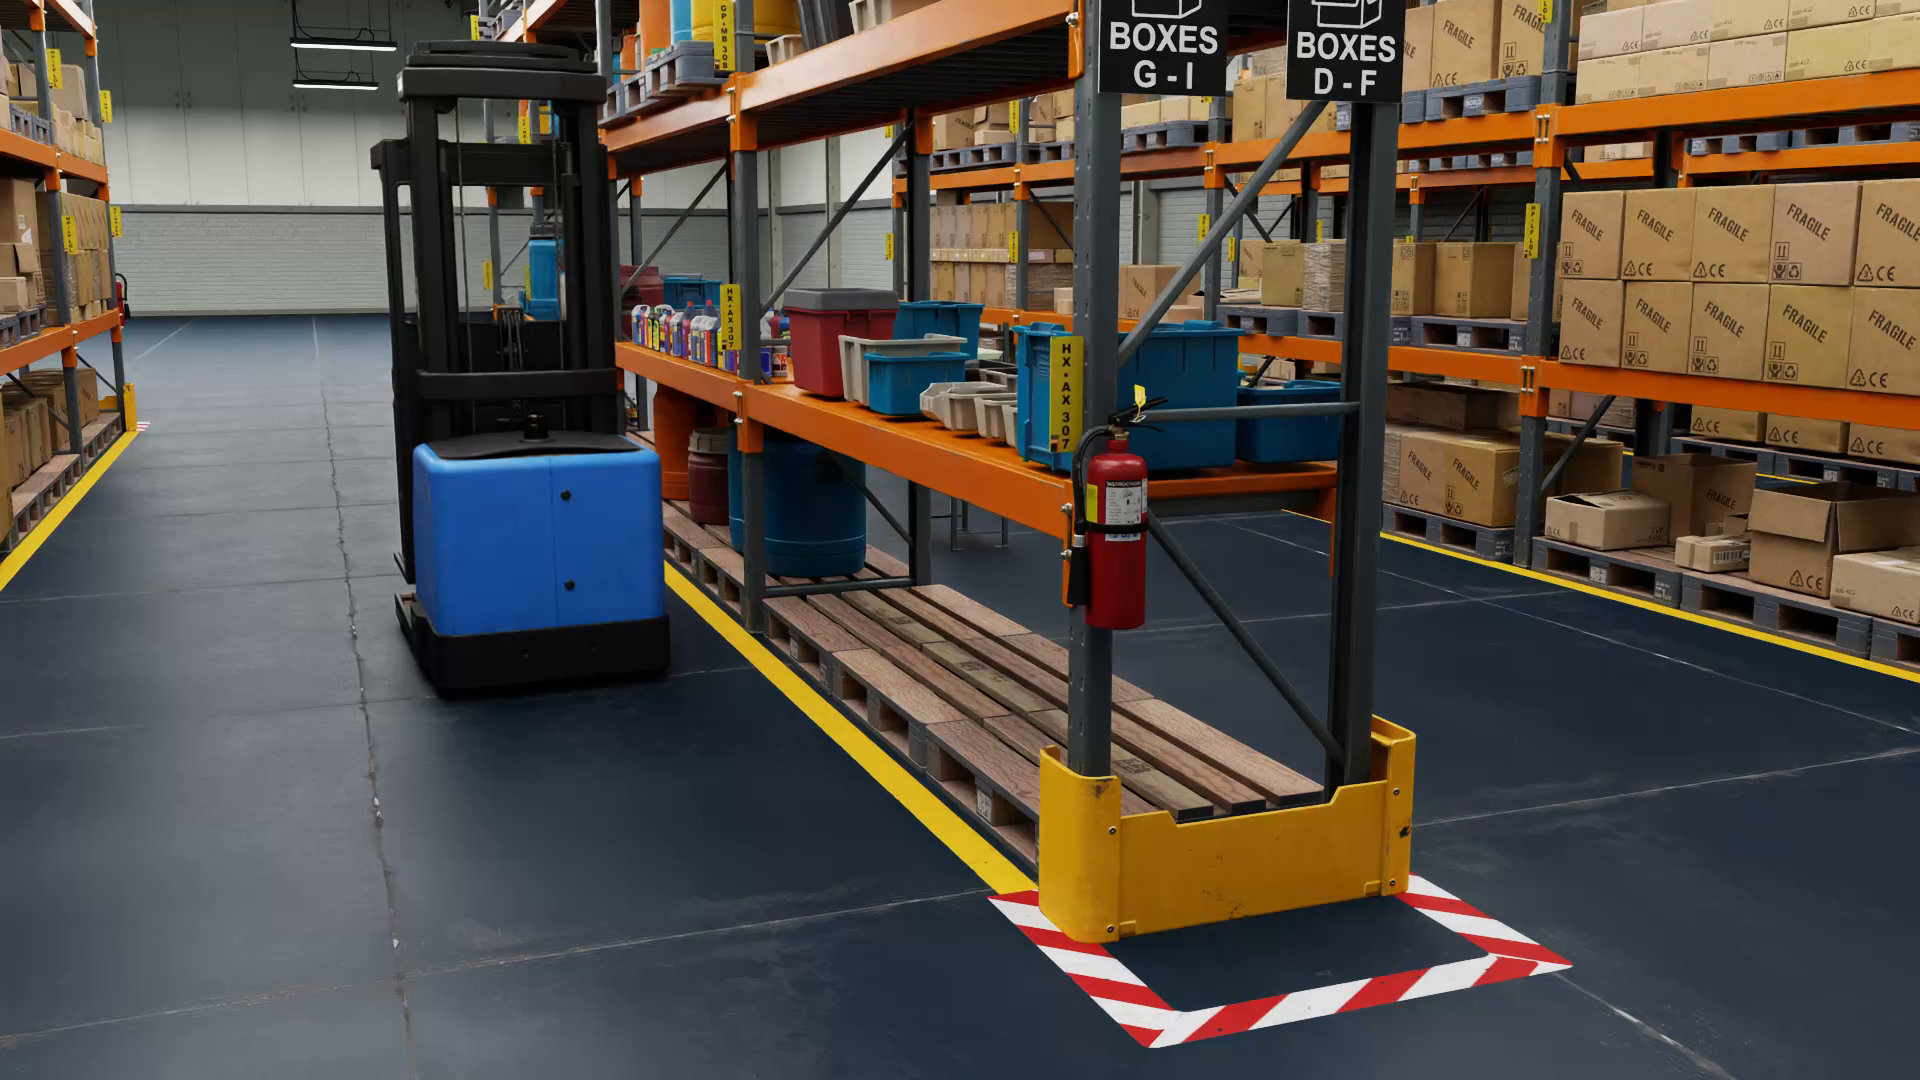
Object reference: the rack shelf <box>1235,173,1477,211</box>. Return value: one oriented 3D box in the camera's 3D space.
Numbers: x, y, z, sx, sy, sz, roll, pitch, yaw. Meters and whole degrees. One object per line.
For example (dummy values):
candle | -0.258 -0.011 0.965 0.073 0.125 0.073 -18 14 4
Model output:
rack shelf | 4.968 -4.405 21.109 1.077 0.370 4.000 -4 11 -21

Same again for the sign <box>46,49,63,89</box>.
sign | -7.641 -3.974 14.030 0.100 0.325 0.005 -4 11 -21

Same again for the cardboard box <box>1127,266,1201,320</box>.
cardboard box | 1.904 -2.310 15.557 0.500 0.500 0.500 -5 11 -24

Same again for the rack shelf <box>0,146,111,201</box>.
rack shelf | -8.882 -3.462 15.807 1.077 0.370 4.000 -4 11 -21

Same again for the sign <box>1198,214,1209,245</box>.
sign | 2.011 -2.522 13.730 0.100 0.325 0.005 -4 11 -21

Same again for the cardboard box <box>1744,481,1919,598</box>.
cardboard box | 4.662 -0.016 8.819 0.797 0.503 0.637 -4 11 -21

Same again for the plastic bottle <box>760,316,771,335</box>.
plastic bottle | -1.145 -1.136 9.380 0.144 0.351 0.185 -4 11 -21

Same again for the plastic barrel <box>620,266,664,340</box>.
plastic barrel | -2.542 -1.798 12.574 0.600 0.536 0.708 -4 11 -21

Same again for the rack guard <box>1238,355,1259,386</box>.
rack guard | 4.271 -2.366 23.293 1.175 0.500 0.348 -4 11 -21

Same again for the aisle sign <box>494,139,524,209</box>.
aisle sign | -5.289 -4.253 19.343 0.394 0.787 0.004 -4 11 -21

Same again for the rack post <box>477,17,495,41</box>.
rack post | -4.835 -5.556 18.389 0.937 0.300 0.954 -3 10 -15

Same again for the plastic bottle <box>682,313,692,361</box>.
plastic bottle | -1.660 -1.245 10.185 0.061 0.283 0.133 -4 11 -21

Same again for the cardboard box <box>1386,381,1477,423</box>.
cardboard box | 3.484 -1.030 12.385 0.500 0.250 0.500 -4 11 -22

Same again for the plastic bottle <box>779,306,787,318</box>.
plastic bottle | -1.114 -1.396 10.844 0.144 0.351 0.185 -4 11 -21

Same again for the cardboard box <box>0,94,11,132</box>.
cardboard box | -7.022 -3.023 11.713 0.500 0.250 0.500 -4 11 -20

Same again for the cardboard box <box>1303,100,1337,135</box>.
cardboard box | 3.090 -3.277 12.427 0.910 0.500 0.500 -4 11 -21

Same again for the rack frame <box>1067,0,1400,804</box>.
rack frame | 0.808 -0.369 4.927 1.000 3.000 0.127 -4 11 -21

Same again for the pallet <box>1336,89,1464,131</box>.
pallet | 3.427 -3.000 11.689 1.213 0.211 1.003 -4 11 -21

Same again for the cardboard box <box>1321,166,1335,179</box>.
cardboard box | 4.699 -4.814 21.010 0.500 0.500 0.500 -3 11 -17

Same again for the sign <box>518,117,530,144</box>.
sign | -4.057 -3.775 15.489 0.100 0.325 0.005 -4 11 -21

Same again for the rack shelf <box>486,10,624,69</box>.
rack shelf | -4.265 -5.056 17.347 1.077 0.370 4.000 -4 11 -21

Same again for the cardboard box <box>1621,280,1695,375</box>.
cardboard box | 4.096 -1.201 9.319 0.500 0.500 0.500 -4 11 -20

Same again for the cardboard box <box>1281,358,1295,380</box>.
cardboard box | 4.617 -2.290 22.151 0.500 0.311 0.500 -3 11 -16

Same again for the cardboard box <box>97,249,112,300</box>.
cardboard box | -9.140 -2.696 16.877 0.875 0.500 0.500 -4 11 -21

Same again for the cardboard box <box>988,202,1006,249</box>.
cardboard box | 0.726 -3.483 18.448 0.700 0.500 0.500 -4 11 -21

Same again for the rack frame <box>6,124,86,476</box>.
rack frame | -8.157 -2.013 14.172 1.000 3.000 0.127 -4 11 -21

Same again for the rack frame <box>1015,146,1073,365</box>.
rack frame | 1.077 -2.641 17.703 1.000 3.000 0.127 -4 11 -21

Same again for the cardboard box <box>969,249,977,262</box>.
cardboard box | 0.320 -3.248 18.976 0.380 0.149 0.250 -4 11 -19

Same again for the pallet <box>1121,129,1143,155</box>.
pallet | 1.790 -3.659 15.402 1.003 0.211 1.213 -3 11 -18

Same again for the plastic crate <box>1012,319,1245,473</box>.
plastic crate | 0.512 -0.458 5.159 0.616 0.435 0.499 -4 11 -21

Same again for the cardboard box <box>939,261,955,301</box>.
cardboard box | 0.154 -3.099 19.993 0.700 0.500 0.500 -4 11 -21

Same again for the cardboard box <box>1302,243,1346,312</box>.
cardboard box | 3.014 -1.987 12.541 0.700 0.500 0.500 -2 10 -10

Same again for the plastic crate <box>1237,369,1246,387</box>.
plastic crate | 0.787 -0.484 5.885 0.416 0.233 0.300 -4 11 -21

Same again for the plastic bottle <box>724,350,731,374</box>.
plastic bottle | -1.218 -1.064 9.190 0.152 0.276 0.135 -4 11 -21

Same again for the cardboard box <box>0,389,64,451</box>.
cardboard box | -8.265 -1.057 14.735 0.500 0.500 0.500 -4 11 -23

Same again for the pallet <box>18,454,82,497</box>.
pallet | -7.874 -0.513 13.702 1.003 0.211 1.213 -4 11 -21

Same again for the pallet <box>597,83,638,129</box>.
pallet | -1.905 -2.927 11.285 1.003 0.211 1.213 -4 11 -21

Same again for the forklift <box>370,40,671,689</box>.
forklift | -2.390 -0.989 8.614 1.130 2.935 3.031 -4 11 -23

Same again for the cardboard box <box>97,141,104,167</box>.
cardboard box | -9.195 -4.006 17.241 0.500 0.250 0.500 -4 11 -20

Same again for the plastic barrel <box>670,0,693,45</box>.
plastic barrel | -1.403 -3.221 9.766 0.600 0.901 0.708 -4 11 -21

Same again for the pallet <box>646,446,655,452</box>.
pallet | -2.774 -0.629 14.355 1.003 0.211 1.213 -4 11 -21

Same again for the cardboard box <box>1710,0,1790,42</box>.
cardboard box | 4.274 -2.725 8.612 0.500 0.250 0.500 -4 11 -21

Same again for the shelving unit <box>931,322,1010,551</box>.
shelving unit | -0.002 -0.739 11.295 0.431 1.500 0.755 -4 11 -21

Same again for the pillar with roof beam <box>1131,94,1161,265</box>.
pillar with roof beam | -0.883 -7.209 26.255 9.100 9.000 0.400 -4 11 -21

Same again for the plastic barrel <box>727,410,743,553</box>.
plastic barrel | -1.080 -0.401 9.900 0.600 0.901 0.708 -4 11 -21

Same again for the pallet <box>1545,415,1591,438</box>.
pallet | 6.422 -1.257 17.882 1.003 0.211 1.213 -4 11 -21

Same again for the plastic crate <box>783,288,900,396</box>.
plastic crate | -0.552 -0.921 7.678 0.402 0.464 0.583 -4 11 -21

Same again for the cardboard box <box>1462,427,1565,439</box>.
cardboard box | 3.824 -0.502 11.558 0.500 0.500 0.500 -4 11 -20

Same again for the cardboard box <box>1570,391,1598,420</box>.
cardboard box | 6.755 -1.495 17.139 0.700 0.500 0.500 -4 11 -21

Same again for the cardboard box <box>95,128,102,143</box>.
cardboard box | -9.215 -4.240 17.414 0.380 0.149 0.250 -4 11 -21

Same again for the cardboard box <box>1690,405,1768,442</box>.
cardboard box | 7.287 -1.323 15.233 0.750 0.750 0.750 -4 11 -22

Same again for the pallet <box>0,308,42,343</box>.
pallet | -7.463 -1.586 12.320 1.003 0.211 1.213 -4 11 -21

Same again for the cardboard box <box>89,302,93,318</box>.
cardboard box | -8.511 -2.187 15.870 0.380 0.149 0.250 -4 11 -21

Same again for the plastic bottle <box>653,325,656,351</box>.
plastic bottle | -2.003 -1.367 11.110 0.097 0.201 0.097 0 10 0

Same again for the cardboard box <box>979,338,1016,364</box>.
cardboard box | 0.535 -2.007 18.651 0.500 0.500 0.500 -4 11 -21

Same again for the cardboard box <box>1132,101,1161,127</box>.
cardboard box | 1.906 -3.847 15.145 0.500 0.250 0.500 -4 11 -22

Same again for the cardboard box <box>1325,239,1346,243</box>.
cardboard box | 4.875 -3.483 20.664 0.500 0.500 0.500 -4 11 -23

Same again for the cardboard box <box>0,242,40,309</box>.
cardboard box | -7.443 -1.993 12.568 0.797 0.503 0.637 -3 10 -15
